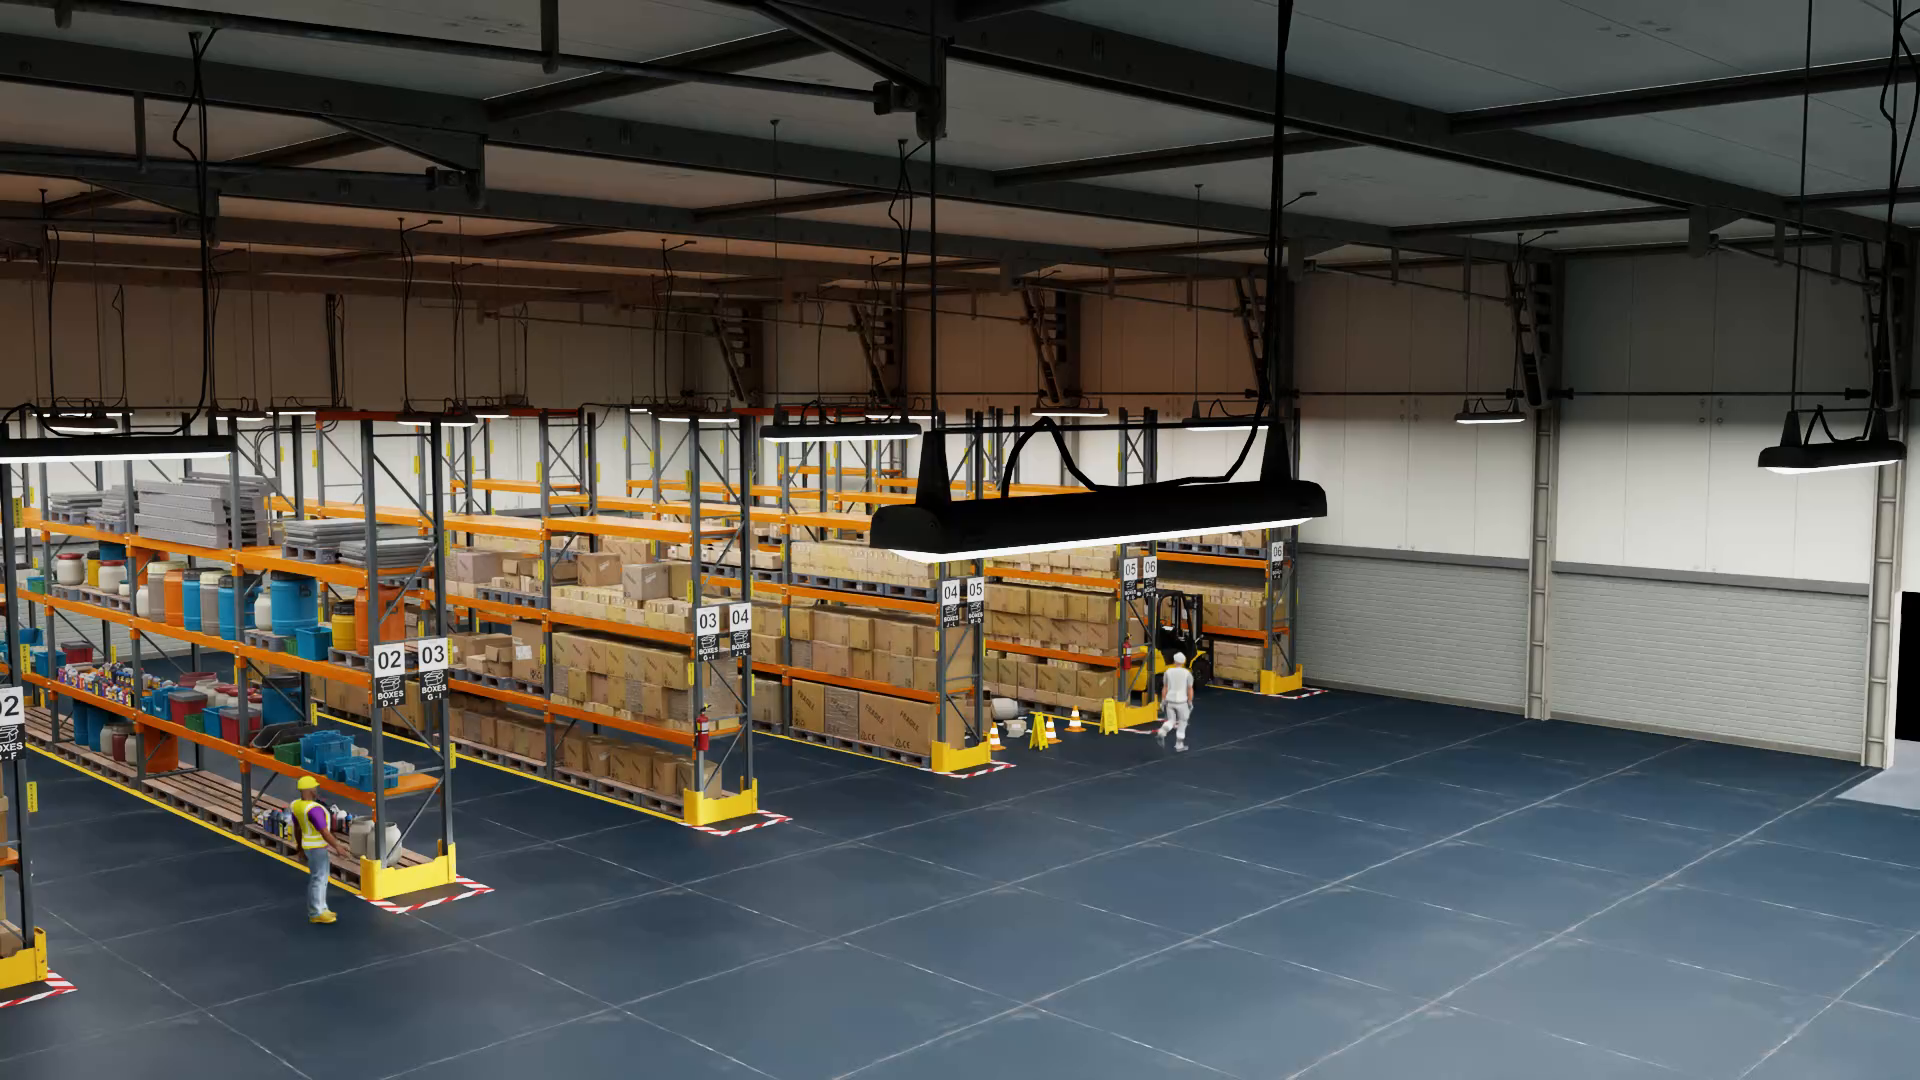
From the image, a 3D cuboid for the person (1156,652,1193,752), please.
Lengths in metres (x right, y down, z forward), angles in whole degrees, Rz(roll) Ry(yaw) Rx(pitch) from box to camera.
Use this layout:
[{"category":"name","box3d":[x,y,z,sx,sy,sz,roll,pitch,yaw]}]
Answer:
[{"category":"person","box3d":[3.792,2.850,29.189,0.608,1.772,0.530,-5,7,-43]}]

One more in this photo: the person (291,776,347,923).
[{"category":"person","box3d":[-7.665,3.705,19.906,0.611,1.808,0.609,-2,5,-22]}]
